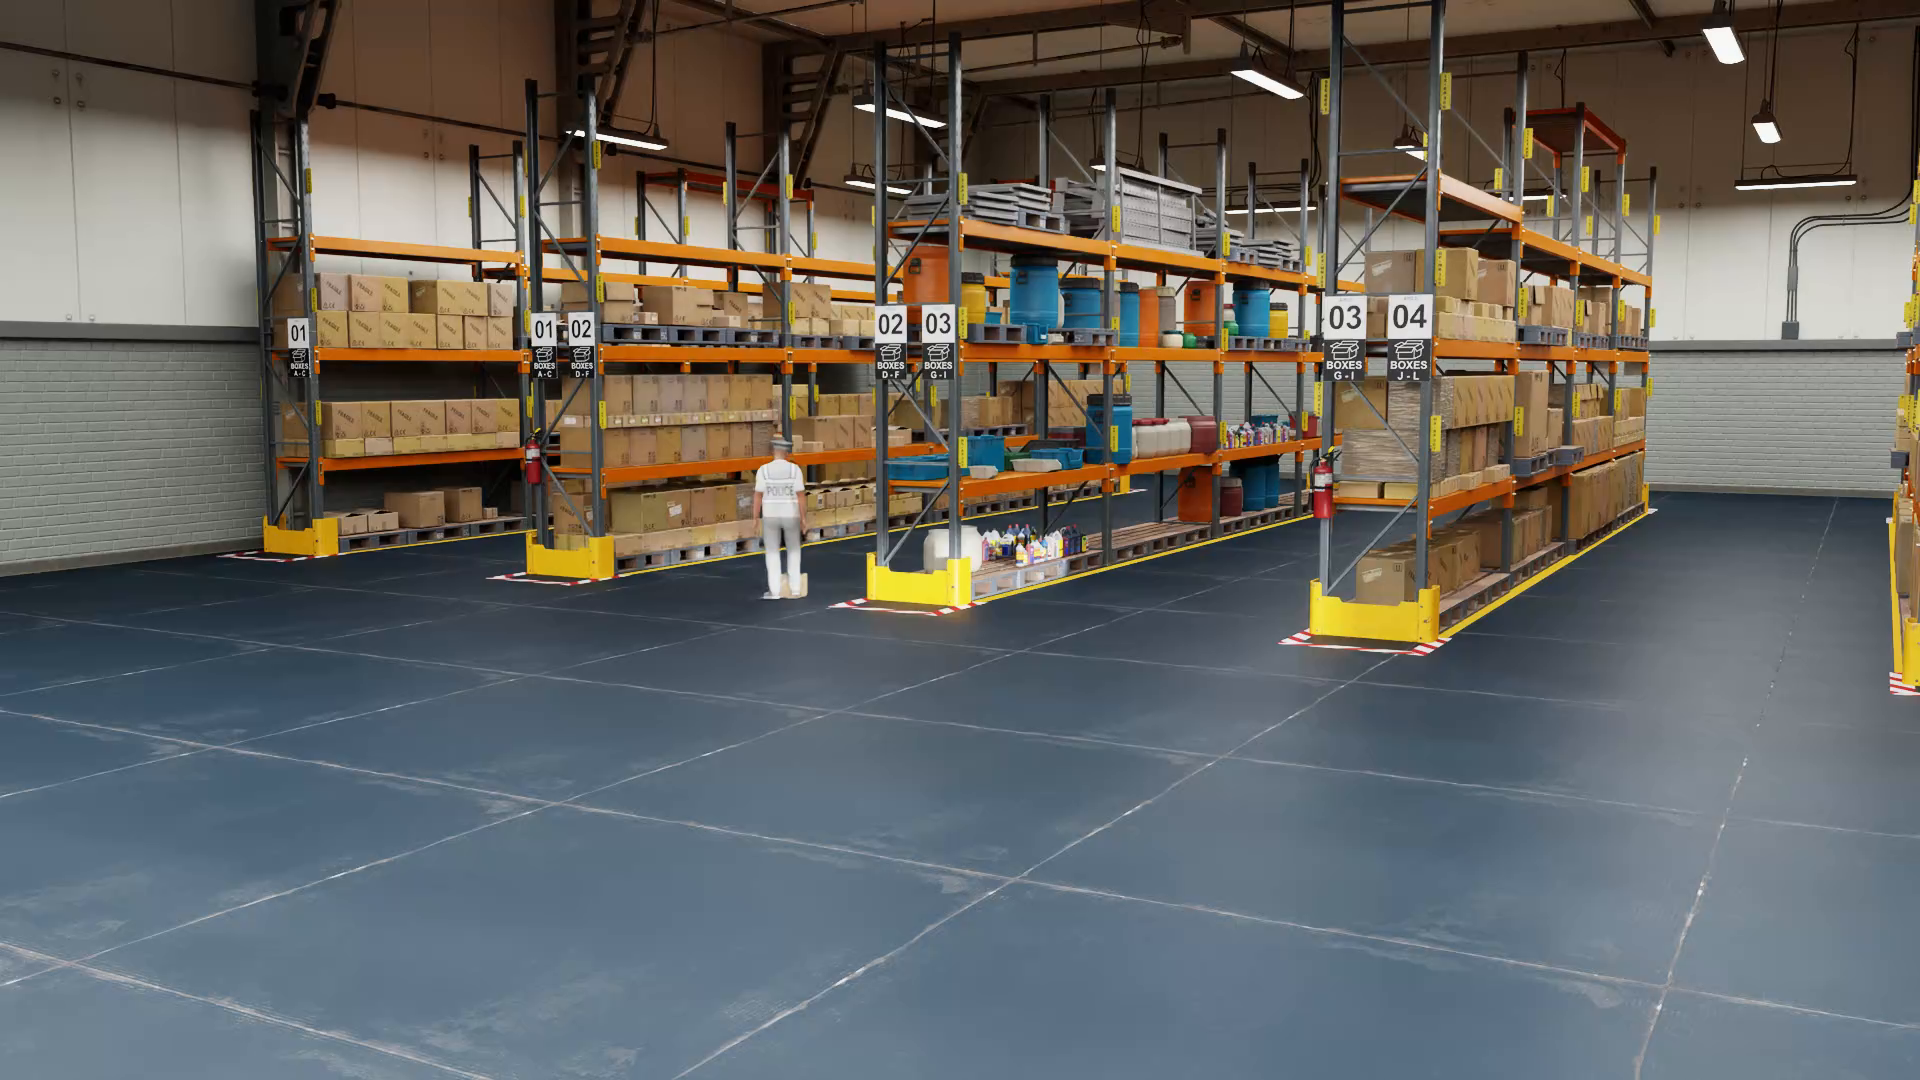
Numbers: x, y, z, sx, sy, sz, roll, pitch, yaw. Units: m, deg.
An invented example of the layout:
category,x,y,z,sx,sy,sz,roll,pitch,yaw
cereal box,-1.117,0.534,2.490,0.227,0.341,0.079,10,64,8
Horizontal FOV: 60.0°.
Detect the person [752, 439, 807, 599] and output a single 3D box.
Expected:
category,x,y,z,sx,sy,sz,roll,pitch,yaw
person,-1.988,-0.228,18.284,0.593,1.760,0.562,-1,6,-10
